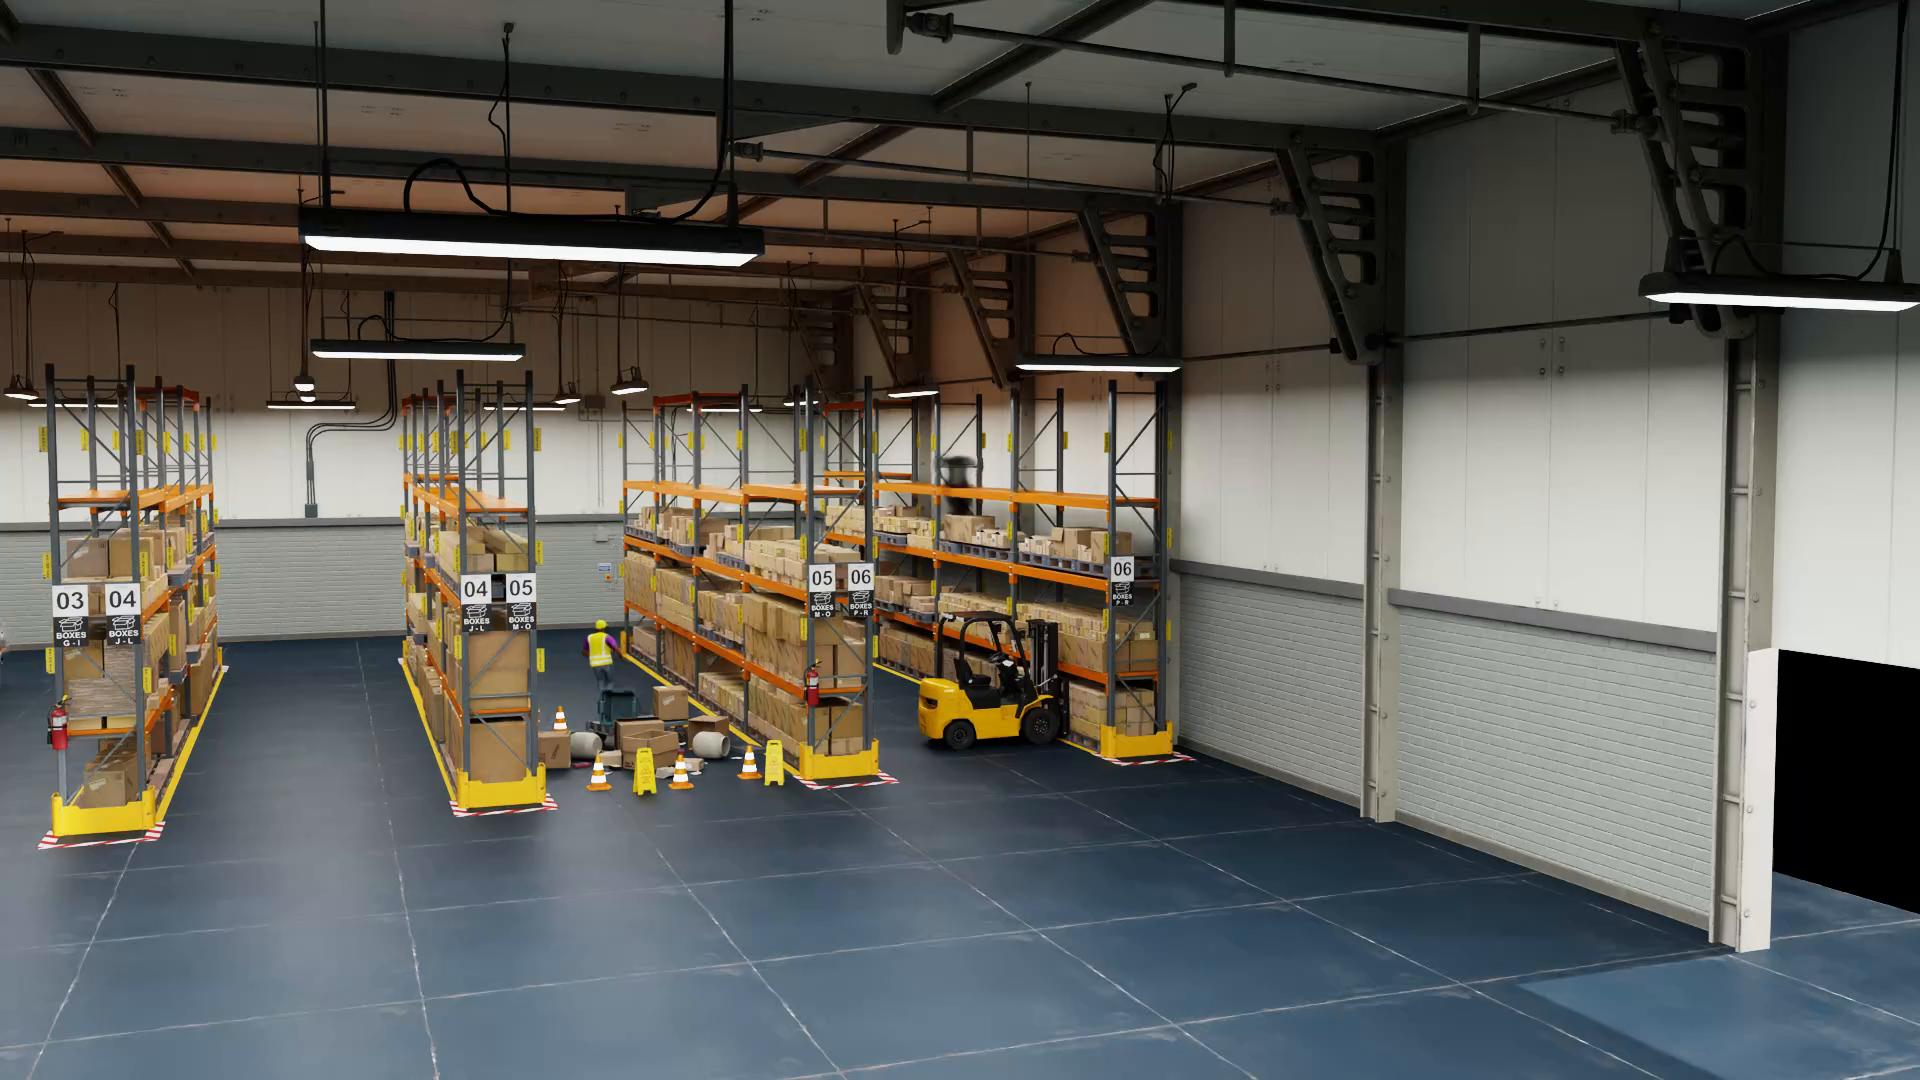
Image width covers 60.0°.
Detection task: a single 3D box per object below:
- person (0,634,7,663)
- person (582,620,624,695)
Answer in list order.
[{"bbox_3d":[-18.177,2.346,31.068,0.665,1.707,0.742,-3,4,-39],"label":"person"},{"bbox_3d":[-6.770,2.350,31.447,0.793,1.670,0.539,0,3,1],"label":"person"}]
